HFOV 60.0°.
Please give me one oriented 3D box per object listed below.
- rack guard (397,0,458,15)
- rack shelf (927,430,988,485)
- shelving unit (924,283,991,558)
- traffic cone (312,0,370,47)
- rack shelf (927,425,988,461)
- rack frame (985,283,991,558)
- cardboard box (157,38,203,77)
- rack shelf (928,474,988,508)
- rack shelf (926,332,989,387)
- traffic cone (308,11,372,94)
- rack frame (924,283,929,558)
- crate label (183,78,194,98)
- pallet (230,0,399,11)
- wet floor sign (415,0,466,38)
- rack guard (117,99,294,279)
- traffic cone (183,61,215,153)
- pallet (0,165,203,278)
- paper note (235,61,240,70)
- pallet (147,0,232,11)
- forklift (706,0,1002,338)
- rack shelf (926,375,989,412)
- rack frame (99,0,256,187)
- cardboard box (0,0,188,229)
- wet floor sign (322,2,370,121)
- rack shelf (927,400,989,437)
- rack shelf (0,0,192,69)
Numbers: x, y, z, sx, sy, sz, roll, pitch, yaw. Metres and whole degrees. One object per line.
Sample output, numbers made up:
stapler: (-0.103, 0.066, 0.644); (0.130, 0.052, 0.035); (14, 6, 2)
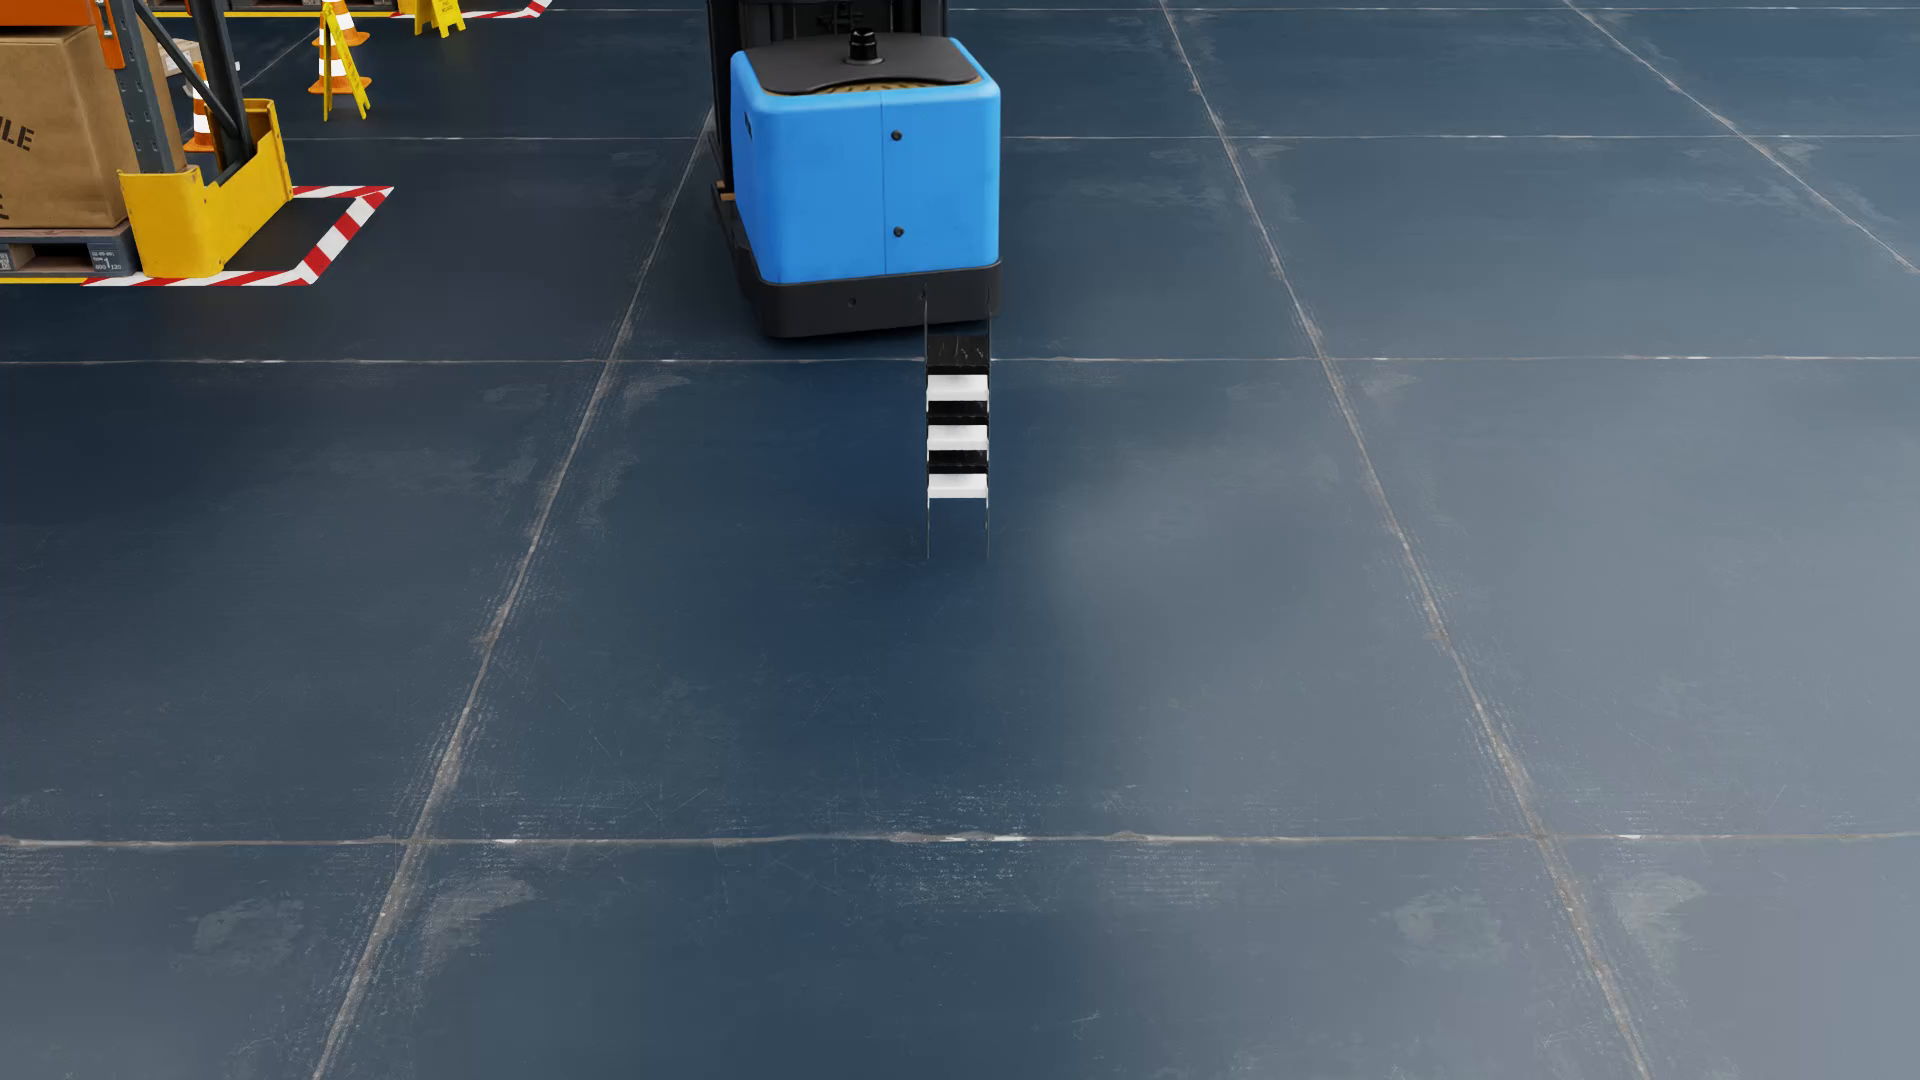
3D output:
rack guard: (-3.891, -4.305, 12.364); (0.348, 0.500, 1.175); (0, 31, 0)
rack shelf: (-0.008, -0.279, 5.581); (0.200, 0.077, 0.258); (0, 31, 0)
shelving unit: (-0.008, -0.385, 5.517); (0.210, 0.900, 0.258); (0, 31, 0)
traffic cone: (-4.237, -3.619, 11.269); (0.334, 0.463, 0.336); (0, 31, 0)
rack shelf: (-0.008, -0.356, 5.534); (0.200, 0.077, 0.258); (0, 31, 0)
rack frame: (0.094, -0.385, 5.517); (0.006, 0.900, 0.240); (0, 31, 0)
cardboard box: (-5.113, -3.104, 10.722); (0.250, 0.149, 0.380); (16, 35, 25)
rack shelf: (-0.008, -0.202, 5.627); (0.200, 0.077, 0.258); (0, 31, 0)
rack shelf: (-0.008, -0.587, 5.394); (0.200, 0.077, 0.258); (0, 31, 0)
traffic cone: (-3.891, -3.045, 10.322); (0.334, 0.463, 0.336); (0, 31, 0)
rack frame: (-0.110, -0.384, 5.516); (0.006, 0.900, 0.240); (0, 31, 0)
crate label: (-4.676, -2.871, 10.349); (0.298, 0.136, 0.250); (-17, 35, -26)
pallet: (-4.704, -4.198, 12.465); (1.213, 0.211, 1.003); (0, 31, 0)
wet floor sign: (-3.619, -3.813, 11.413); (0.232, 0.644, 0.267); (10, 33, 17)
rack guard: (-3.660, -1.738, 8.133); (0.348, 0.500, 1.175); (0, 31, 0)
traffic cone: (-4.224, -2.457, 9.354); (0.334, 0.463, 0.336); (0, 31, 0)
pallet: (-4.483, -1.572, 8.137); (1.213, 0.211, 1.003); (0, 31, 0)
paper note: (-4.748, -3.069, 10.780); (0.142, 0.019, 0.148); (-11, 33, -17)
pallet: (-5.921, -4.195, 12.461); (1.213, 0.211, 1.003); (0, 31, 0)
forklift: (-0.654, -2.859, 7.636); (1.130, 2.935, 3.031); (-7, 32, -11)
rack shelf: (-0.008, -0.510, 5.440); (0.200, 0.077, 0.258); (0, 31, 0)
rack frame: (-3.684, -2.807, 7.485); (0.127, 3.000, 1.000); (0, 31, 0)
cardboard box: (-4.362, -2.042, 7.867); (0.875, 0.875, 0.875); (0, 31, 0)
wet floor sign: (-3.667, -2.828, 9.788); (0.232, 0.644, 0.267); (-5, 32, -9)
rack shelf: (-0.008, -0.433, 5.487); (0.200, 0.077, 0.258); (0, 31, 0)
rack shelf: (-5.684, -2.493, 7.661); (4.000, 0.370, 1.077); (0, 31, 0)
